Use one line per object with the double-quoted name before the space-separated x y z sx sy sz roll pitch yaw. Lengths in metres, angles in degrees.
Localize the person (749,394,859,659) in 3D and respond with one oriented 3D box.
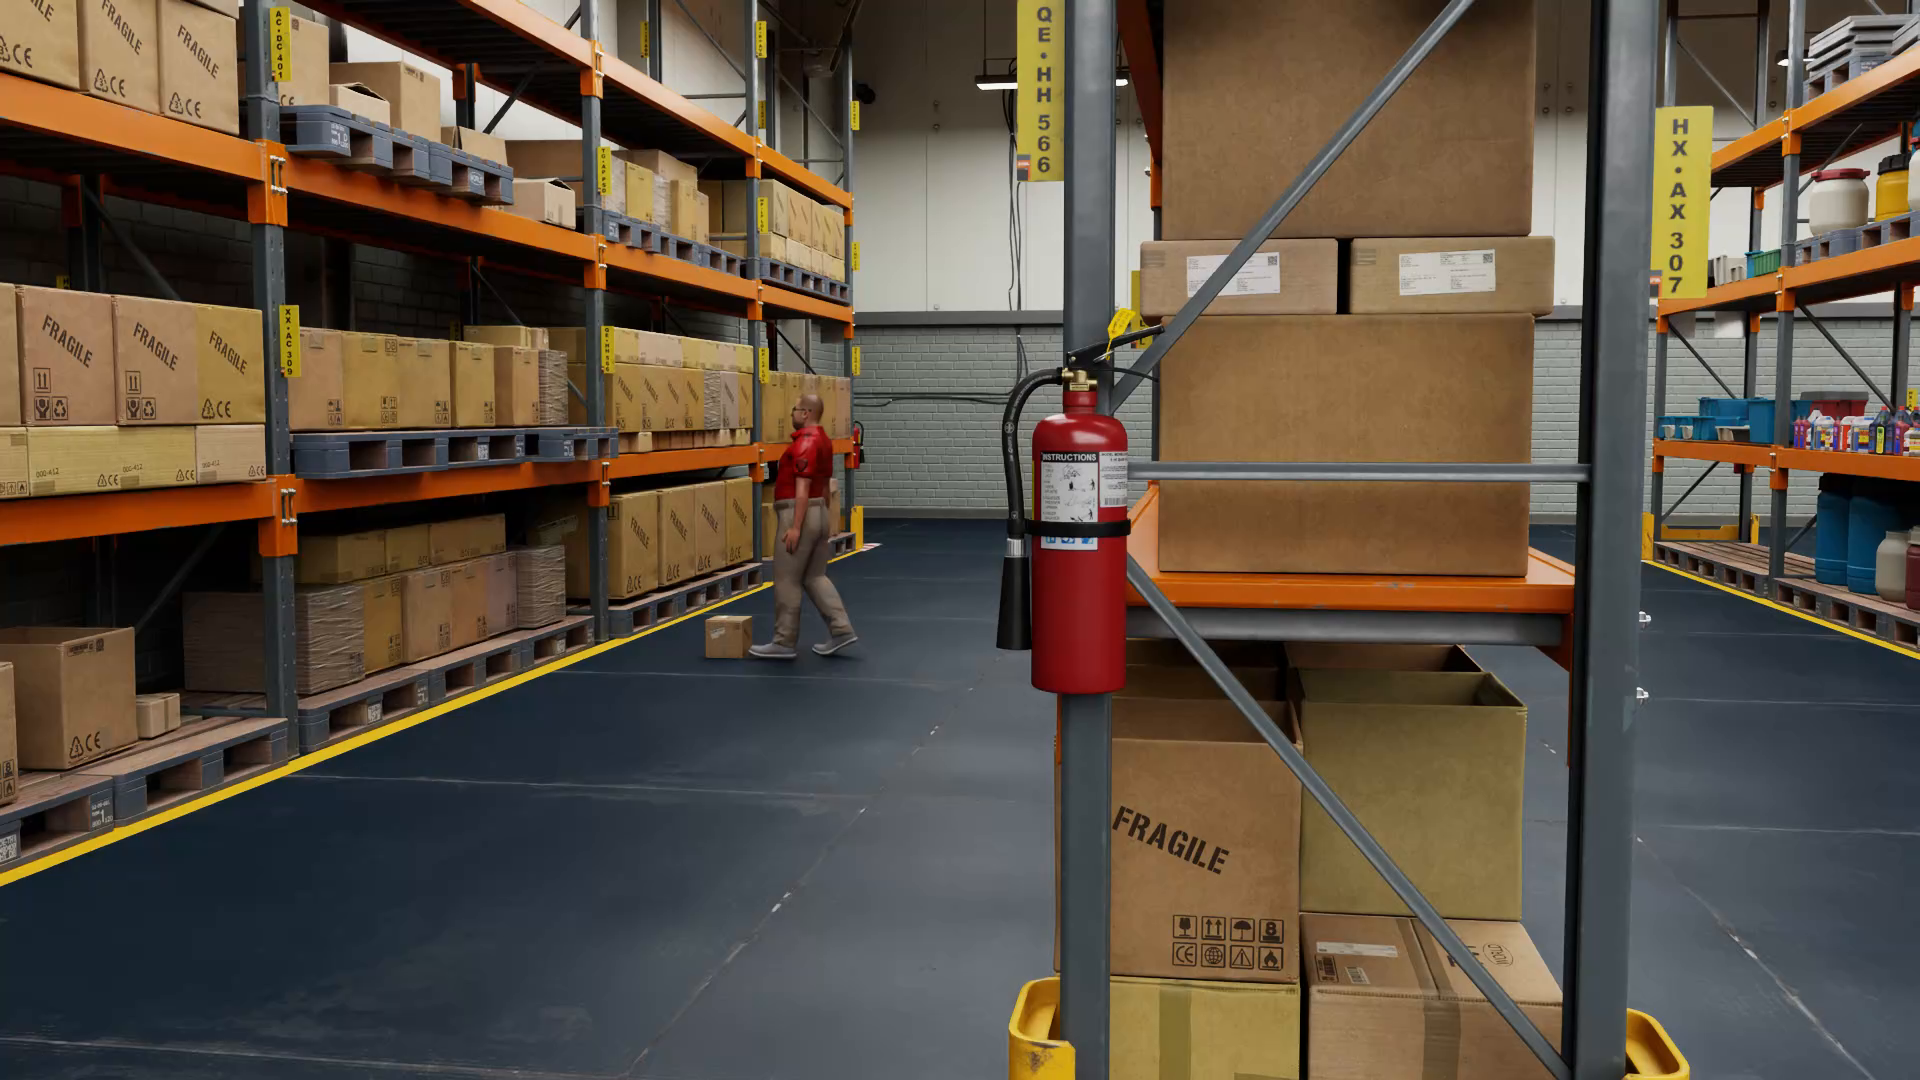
"person" -1.035 -0.092 10.881 0.670 1.725 0.555 1 5 15
